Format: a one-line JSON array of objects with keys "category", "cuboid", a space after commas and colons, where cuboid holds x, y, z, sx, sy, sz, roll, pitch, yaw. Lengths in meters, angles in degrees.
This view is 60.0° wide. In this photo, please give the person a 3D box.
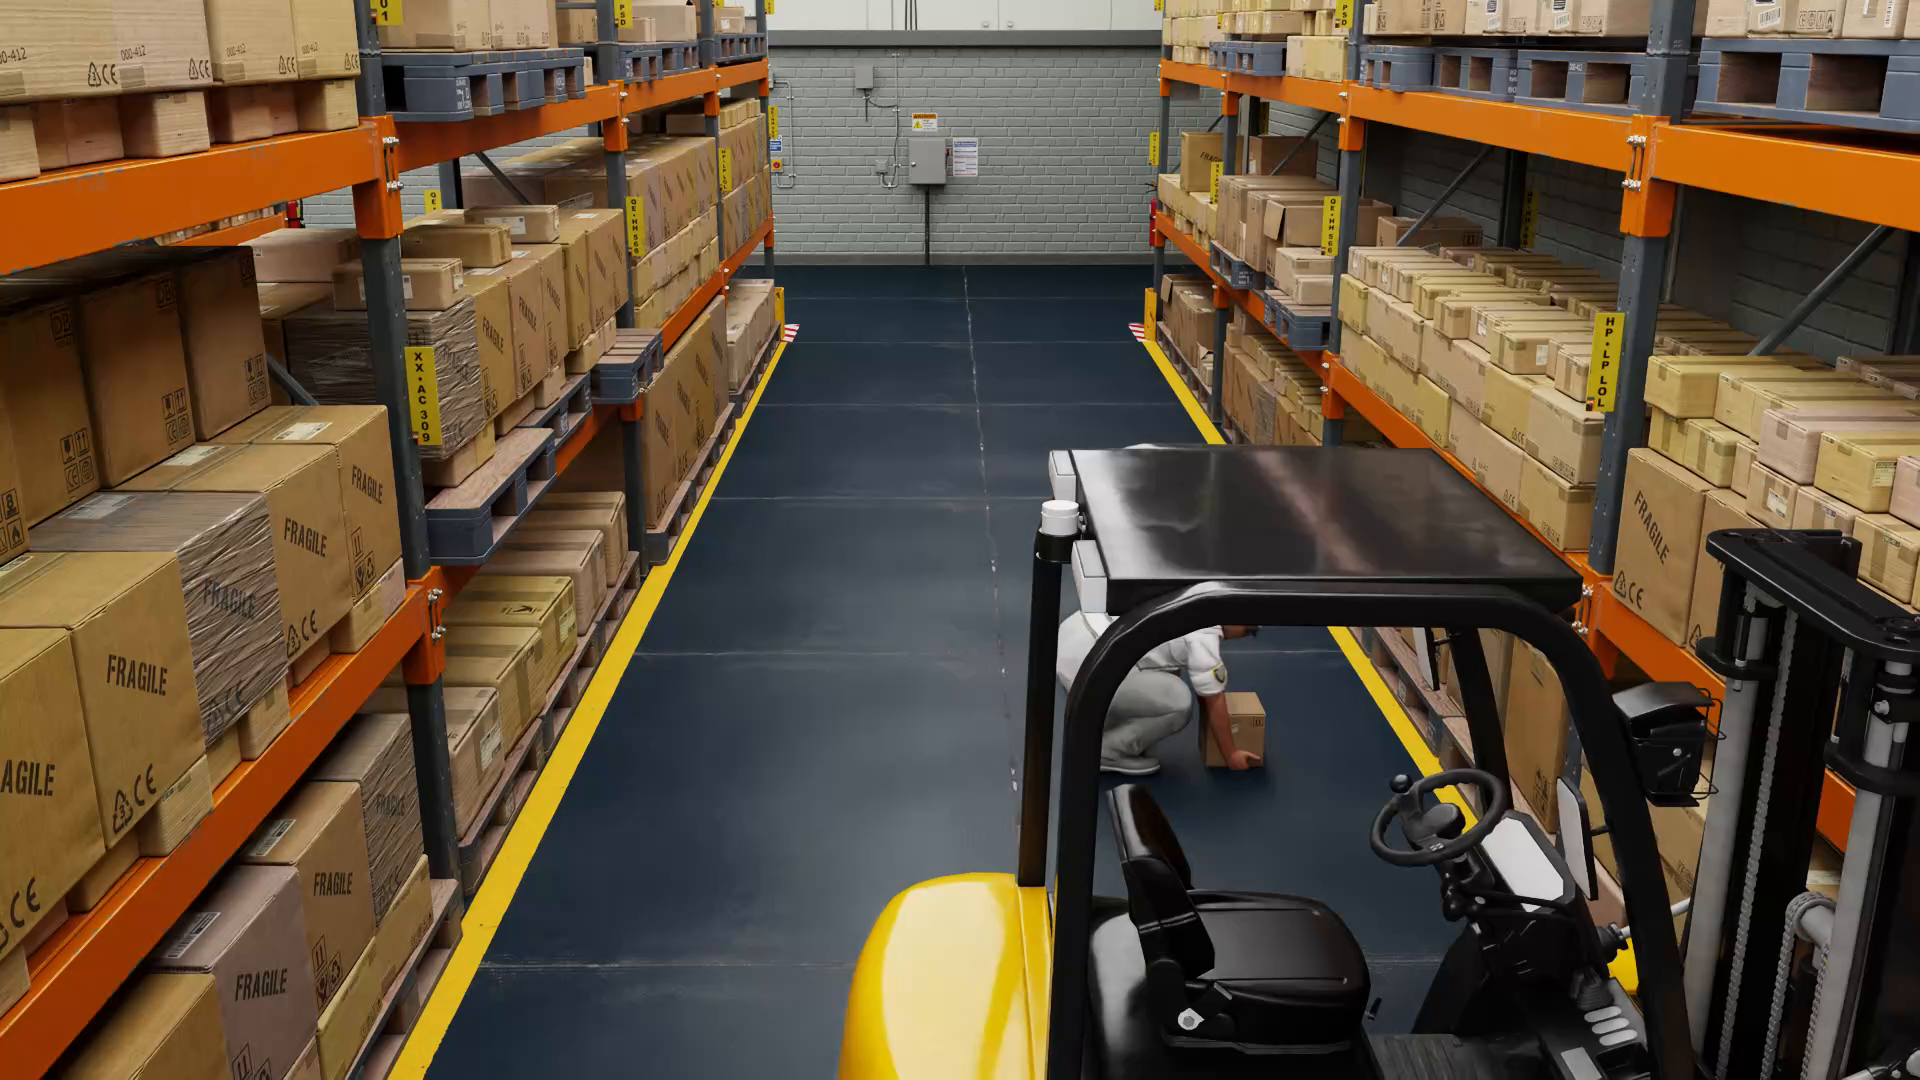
[{"category": "person", "cuboid": [0.890, 0.595, 7.281, 1.008, 0.855, 0.536, -1, 17, -2]}]
